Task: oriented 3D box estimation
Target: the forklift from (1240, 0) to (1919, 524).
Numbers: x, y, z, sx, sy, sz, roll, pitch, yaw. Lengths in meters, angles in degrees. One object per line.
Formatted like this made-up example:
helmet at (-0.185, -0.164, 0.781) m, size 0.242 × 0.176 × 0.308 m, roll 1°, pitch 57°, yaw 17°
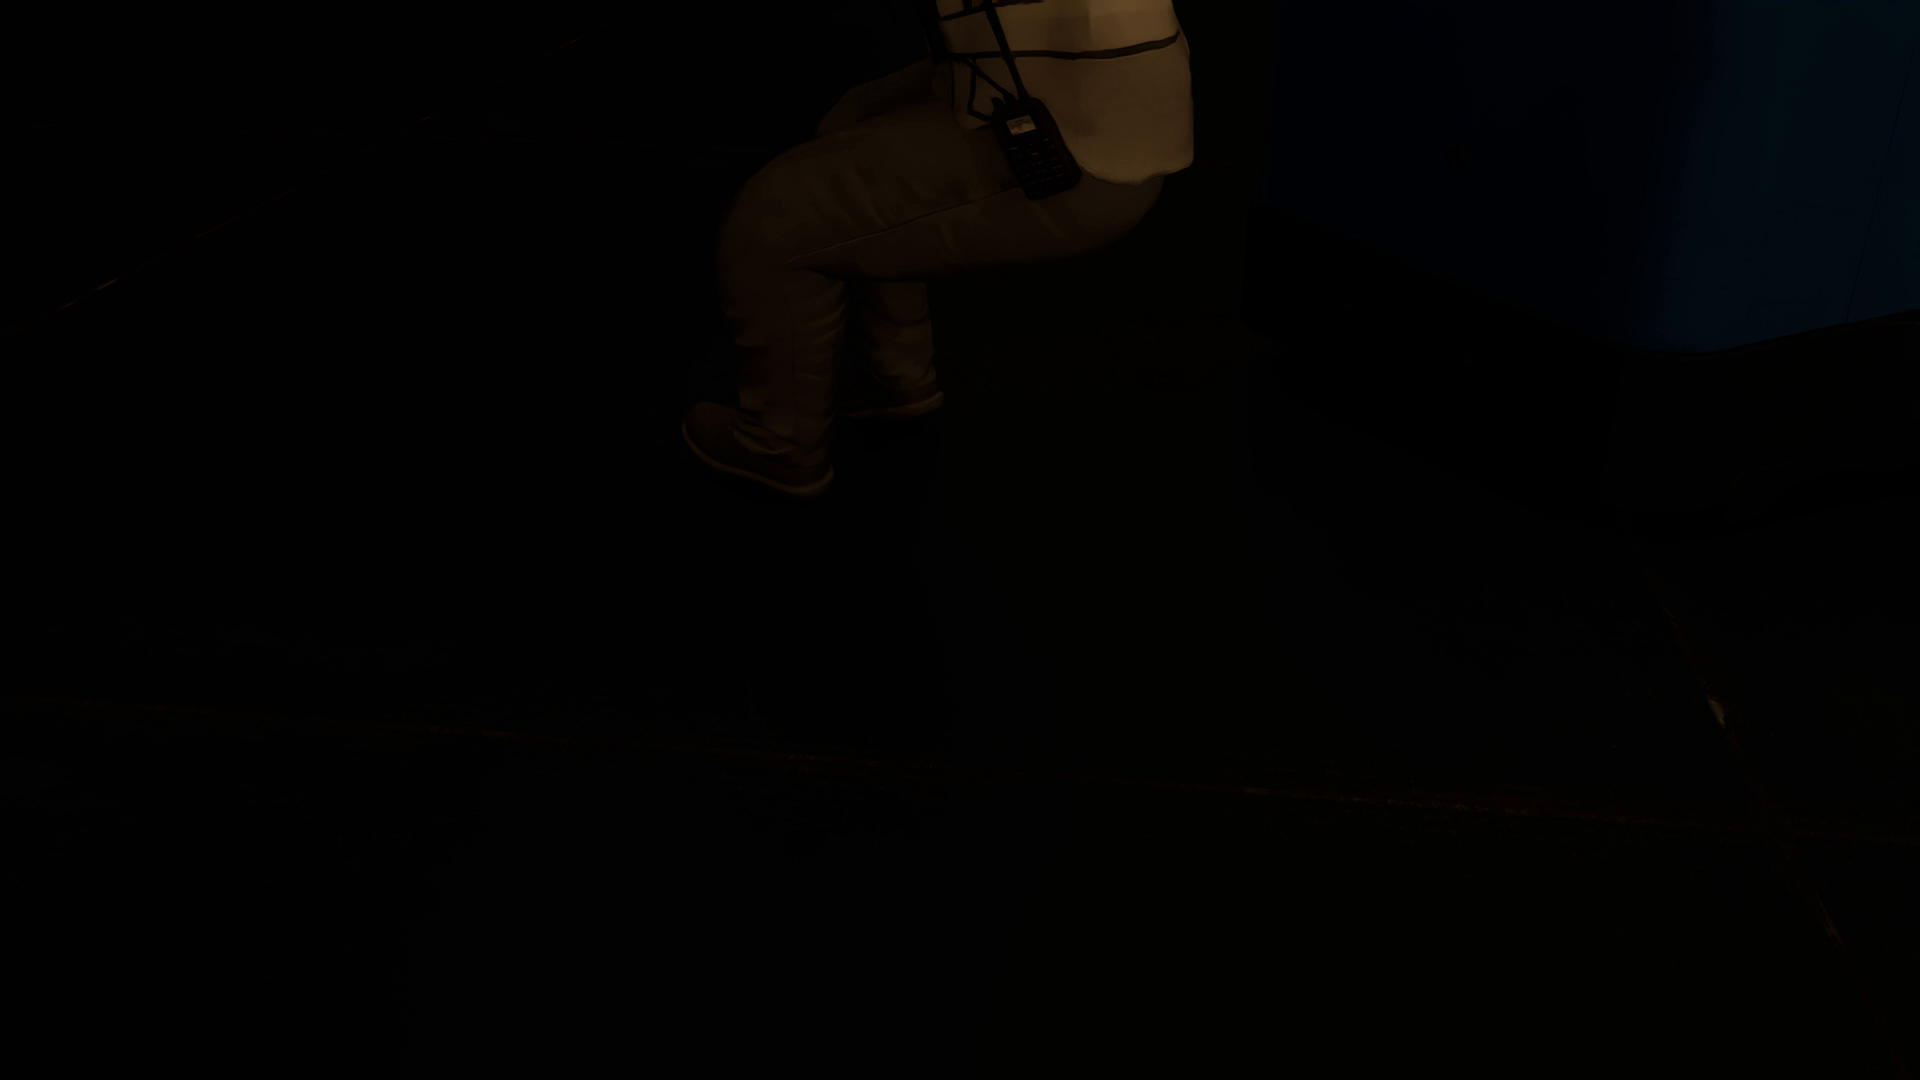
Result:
forklift at (2.088, -1.781, 2.787) m, size 3.031 × 2.935 × 1.130 m, roll -13°, pitch 29°, yaw -24°

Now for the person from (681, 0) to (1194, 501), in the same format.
person at (-0.084, -0.562, 2.199) m, size 0.801 × 1.350 × 1.240 m, roll 2°, pitch 27°, yaw 5°
